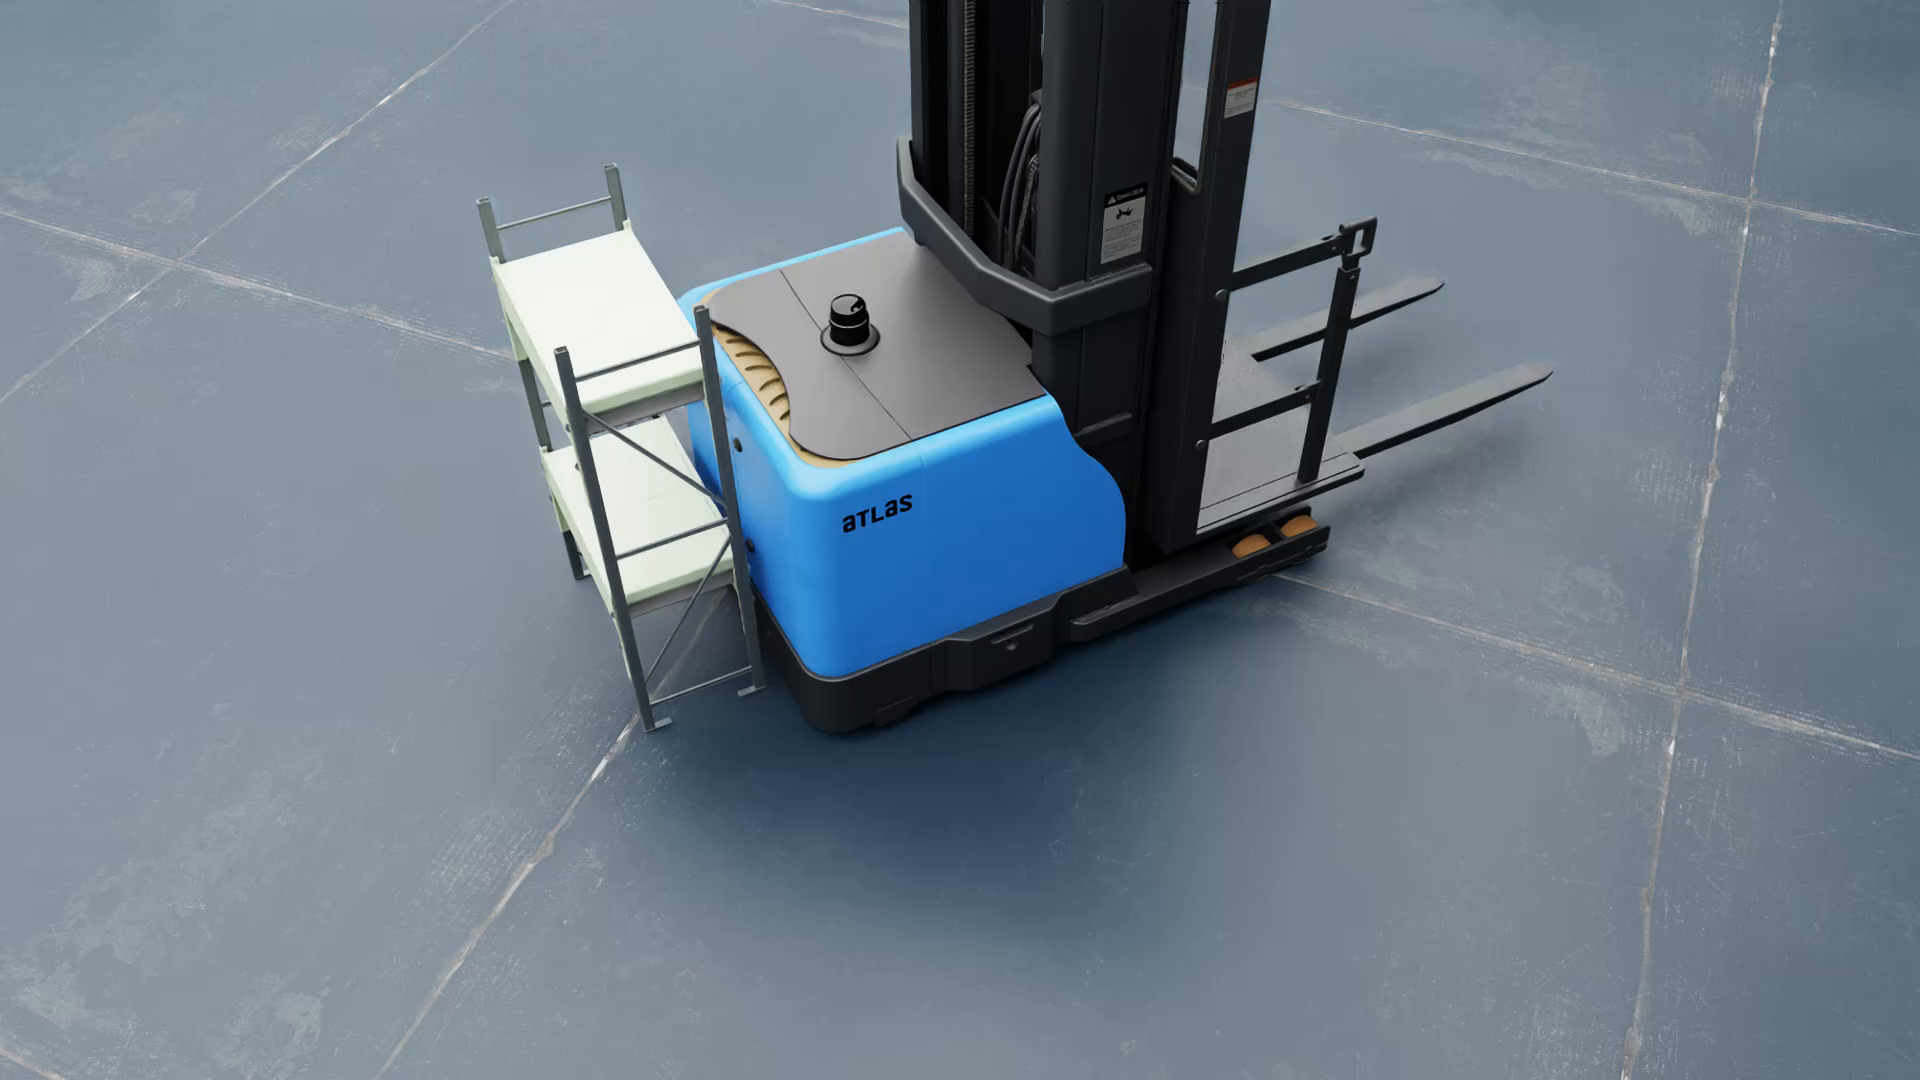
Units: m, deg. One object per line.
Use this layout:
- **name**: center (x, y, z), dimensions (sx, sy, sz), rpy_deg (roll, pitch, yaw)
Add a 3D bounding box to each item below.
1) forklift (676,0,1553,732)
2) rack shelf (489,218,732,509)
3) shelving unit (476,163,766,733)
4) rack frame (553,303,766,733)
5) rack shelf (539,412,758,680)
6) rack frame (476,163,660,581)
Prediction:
- **forklift**: center (0.671, -1.204, 4.882), dimensions (3.031, 2.935, 1.130), rpy_deg (-21, 48, -19)
- **rack shelf**: center (-0.977, -0.507, 4.638), dimensions (0.431, 0.370, 0.720), rpy_deg (-20, 48, -18)
- **shelving unit**: center (-0.972, -0.232, 4.915), dimensions (0.431, 1.500, 0.755), rpy_deg (-20, 48, -18)
- **rack frame**: center (-0.809, -0.001, 4.682), dimensions (0.400, 1.500, 0.023), rpy_deg (-20, 48, -18)
- **rack shelf**: center (-0.967, -0.002, 5.146), dimensions (0.431, 0.370, 0.720), rpy_deg (-20, 48, -18)
- **rack frame**: center (-1.135, -0.463, 5.147), dimensions (0.400, 1.500, 0.023), rpy_deg (-20, 48, -18)
